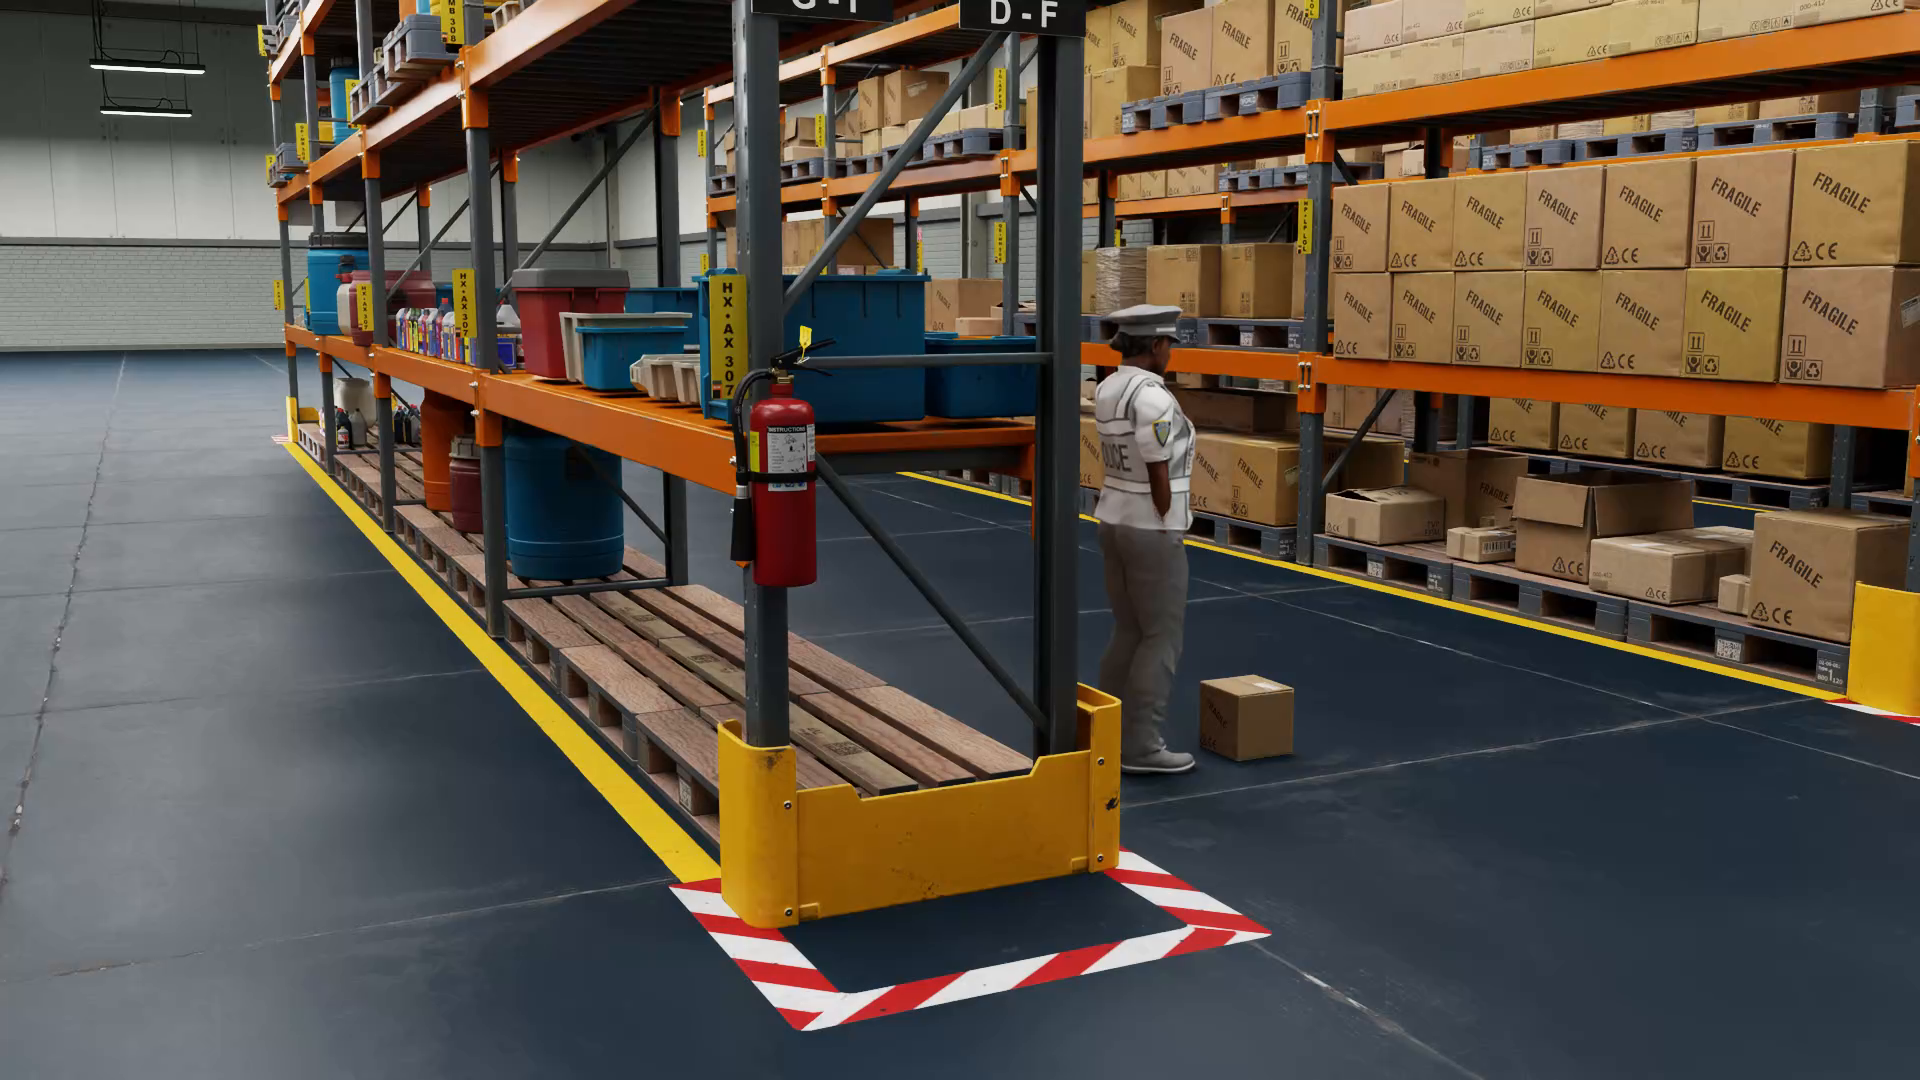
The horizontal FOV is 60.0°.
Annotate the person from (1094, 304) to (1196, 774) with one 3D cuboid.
[{"bbox_3d":[0.657,-0.009,5.972,0.341,1.658,0.438,-3,9,-18],"label":"person"}]
